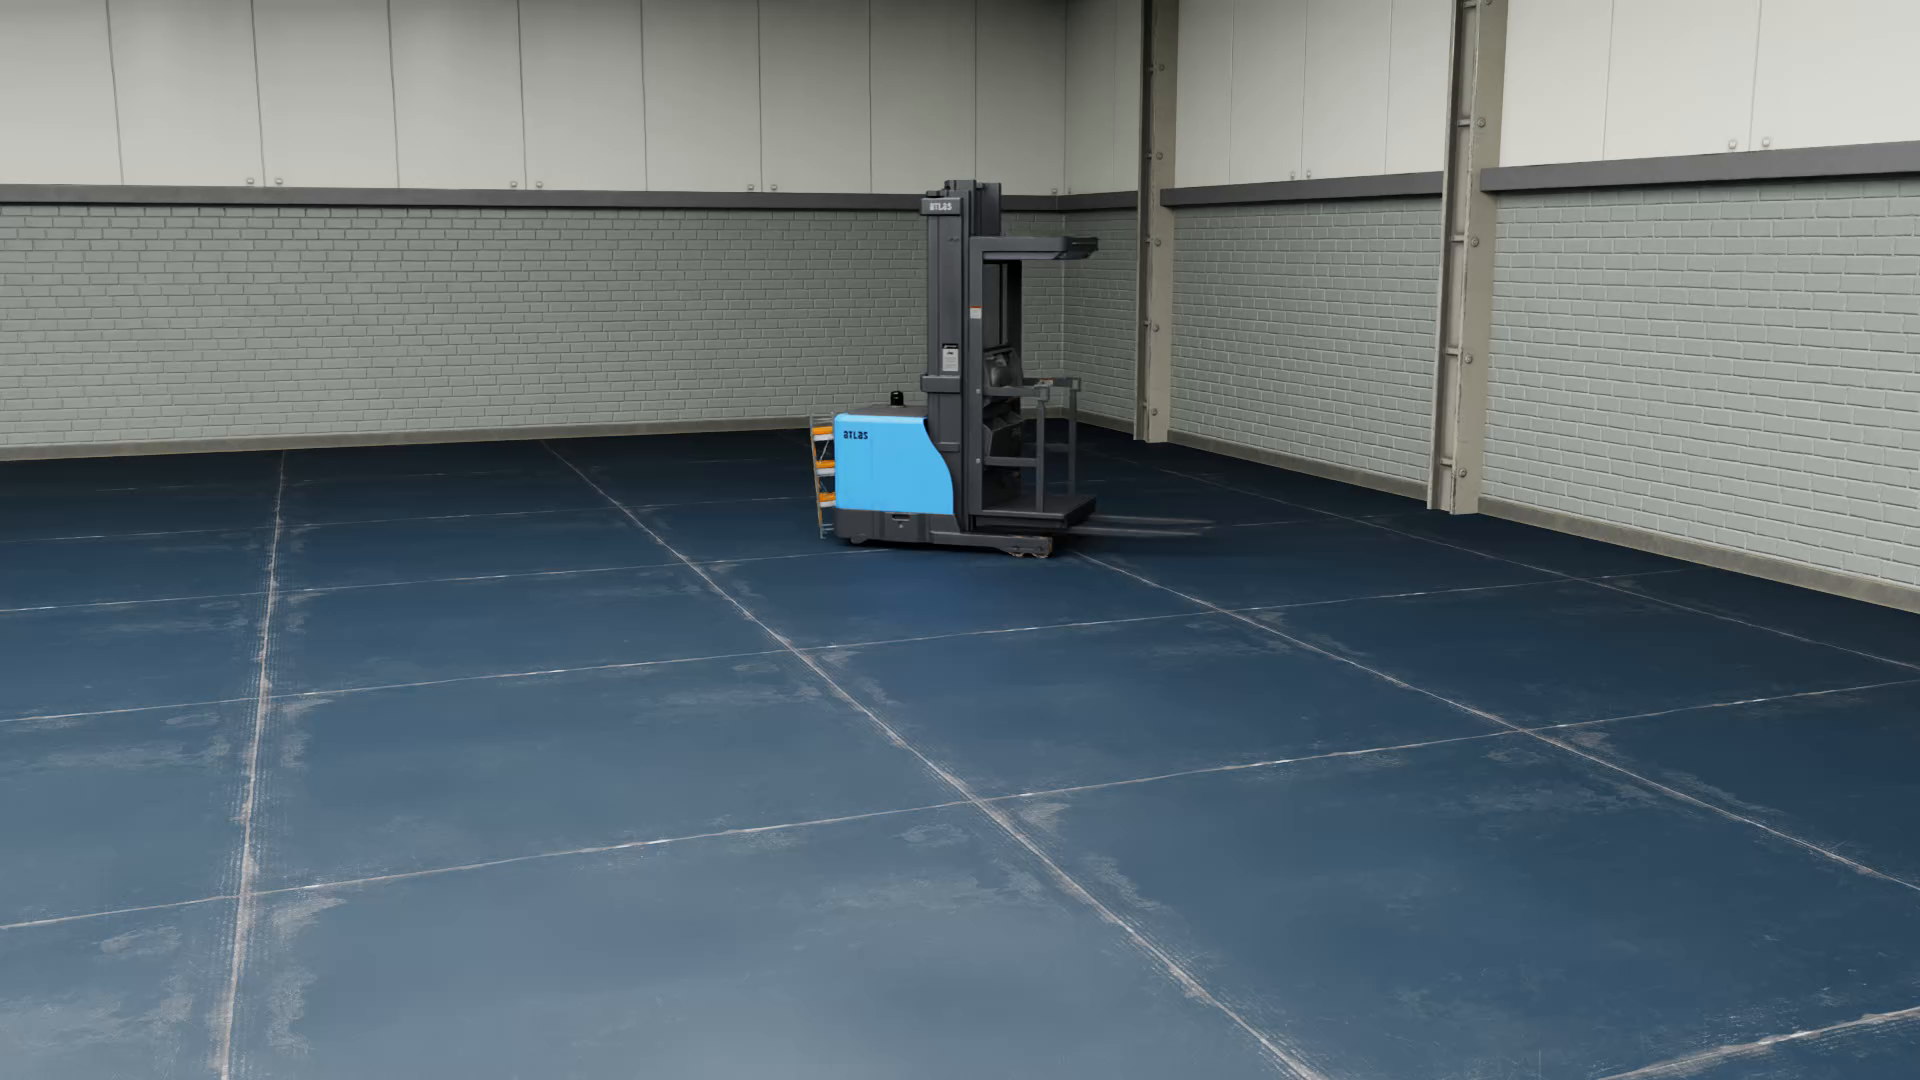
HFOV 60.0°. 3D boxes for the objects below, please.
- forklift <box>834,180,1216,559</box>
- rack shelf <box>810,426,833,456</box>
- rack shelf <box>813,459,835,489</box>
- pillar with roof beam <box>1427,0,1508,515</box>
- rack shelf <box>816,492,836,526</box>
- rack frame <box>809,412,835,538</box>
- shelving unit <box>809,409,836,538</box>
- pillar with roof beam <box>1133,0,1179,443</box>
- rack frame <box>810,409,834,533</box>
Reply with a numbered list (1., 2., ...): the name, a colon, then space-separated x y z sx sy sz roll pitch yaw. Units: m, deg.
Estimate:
1. forklift: 0.536 -1.401 13.427 3.031 2.935 1.130 3 11 18
2. rack shelf: -1.142 -0.826 13.968 0.215 0.259 0.240 -5 10 -3
3. rack shelf: -1.120 -0.548 14.019 0.215 0.259 0.240 -5 10 -3
4. pillar with roof beam: 0.574 -4.431 13.137 9.100 9.000 0.400 -4 11 -21
5. rack shelf: -1.098 -0.275 14.069 0.215 0.259 0.240 -5 10 -3
6. rack frame: -1.112 -0.537 13.897 0.200 1.050 0.008 -5 10 -3
7. shelving unit: -1.121 -0.558 14.017 0.215 1.050 0.252 -5 10 -3
8. pillar with roof beam: -1.600 -5.411 18.643 9.100 9.000 0.400 -4 11 -21
9. rack frame: -1.129 -0.579 14.137 0.200 1.050 0.008 -5 10 -3
